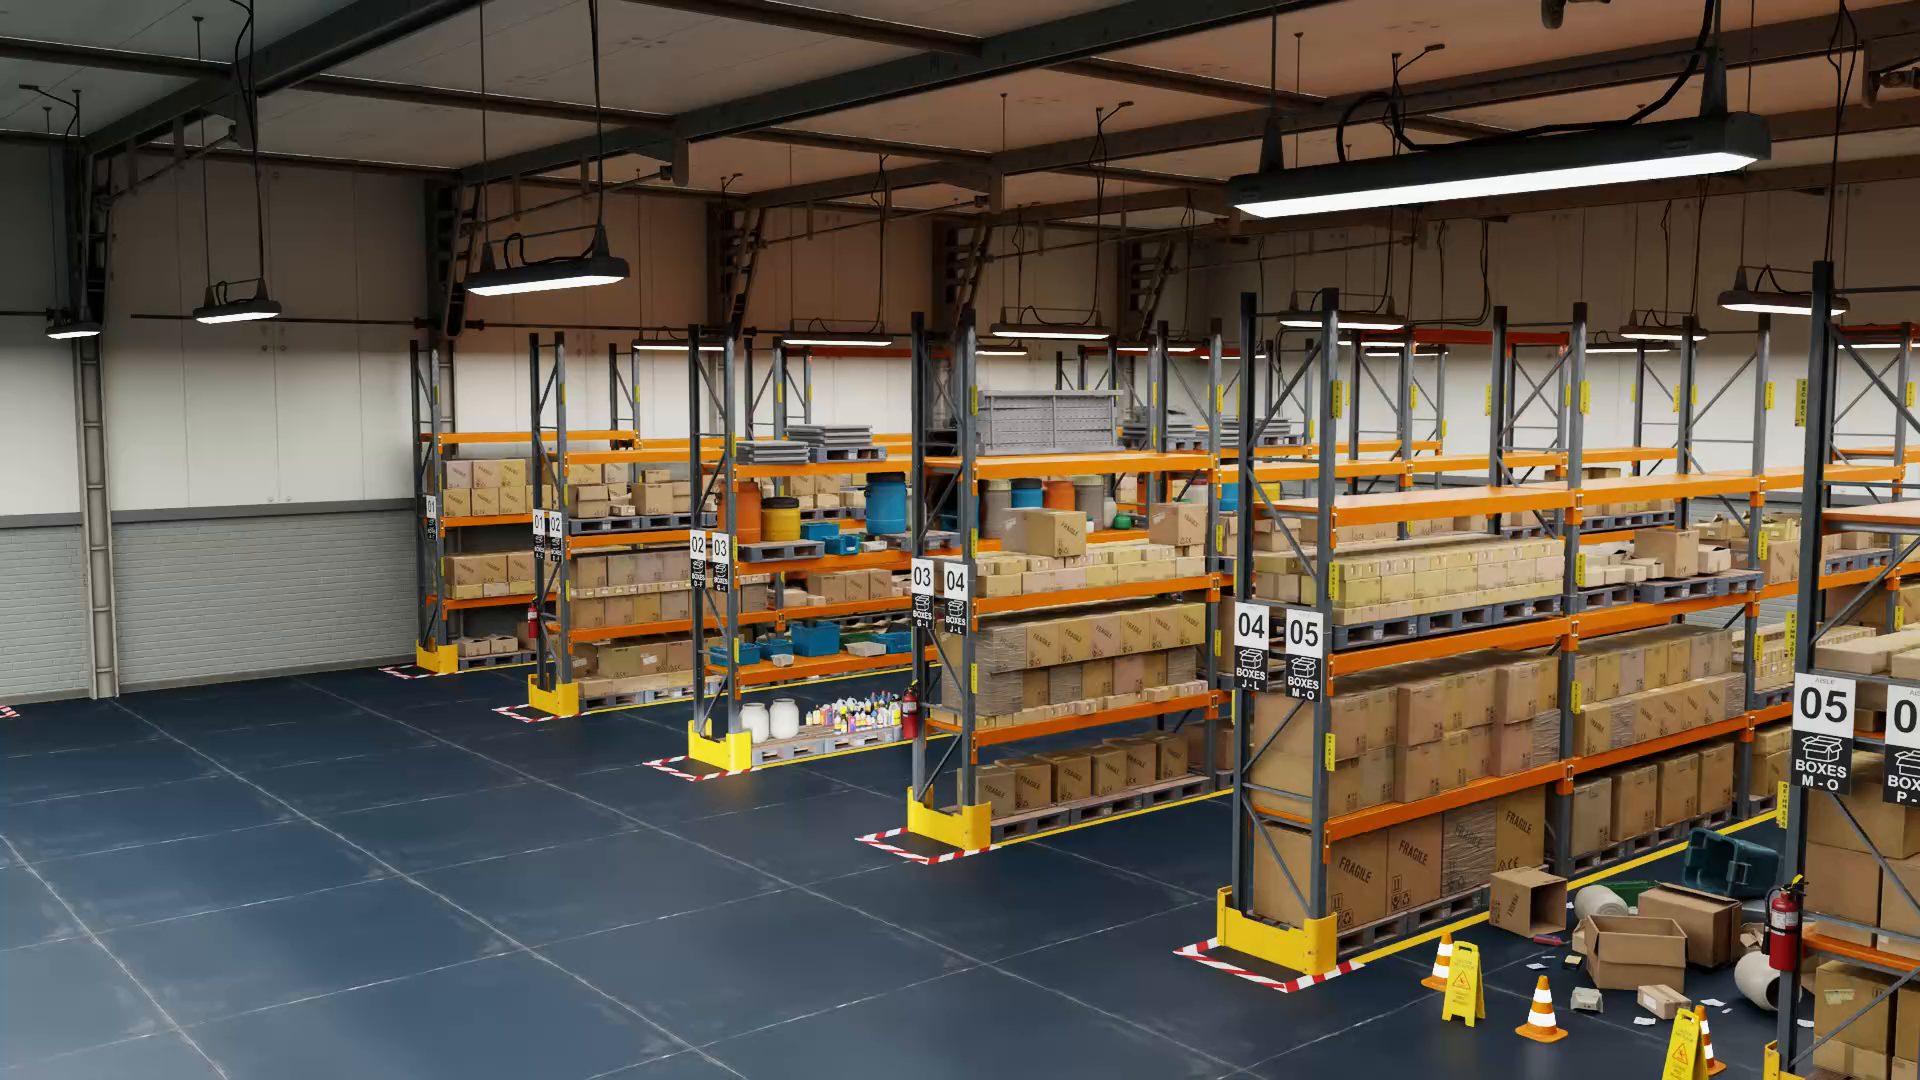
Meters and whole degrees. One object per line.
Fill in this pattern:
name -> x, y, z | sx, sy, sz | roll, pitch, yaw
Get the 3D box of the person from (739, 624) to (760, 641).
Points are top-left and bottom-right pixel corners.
person -> -3.980, 1.415, 30.844 | 0.643, 1.844, 0.876 | 4, 7, 38
